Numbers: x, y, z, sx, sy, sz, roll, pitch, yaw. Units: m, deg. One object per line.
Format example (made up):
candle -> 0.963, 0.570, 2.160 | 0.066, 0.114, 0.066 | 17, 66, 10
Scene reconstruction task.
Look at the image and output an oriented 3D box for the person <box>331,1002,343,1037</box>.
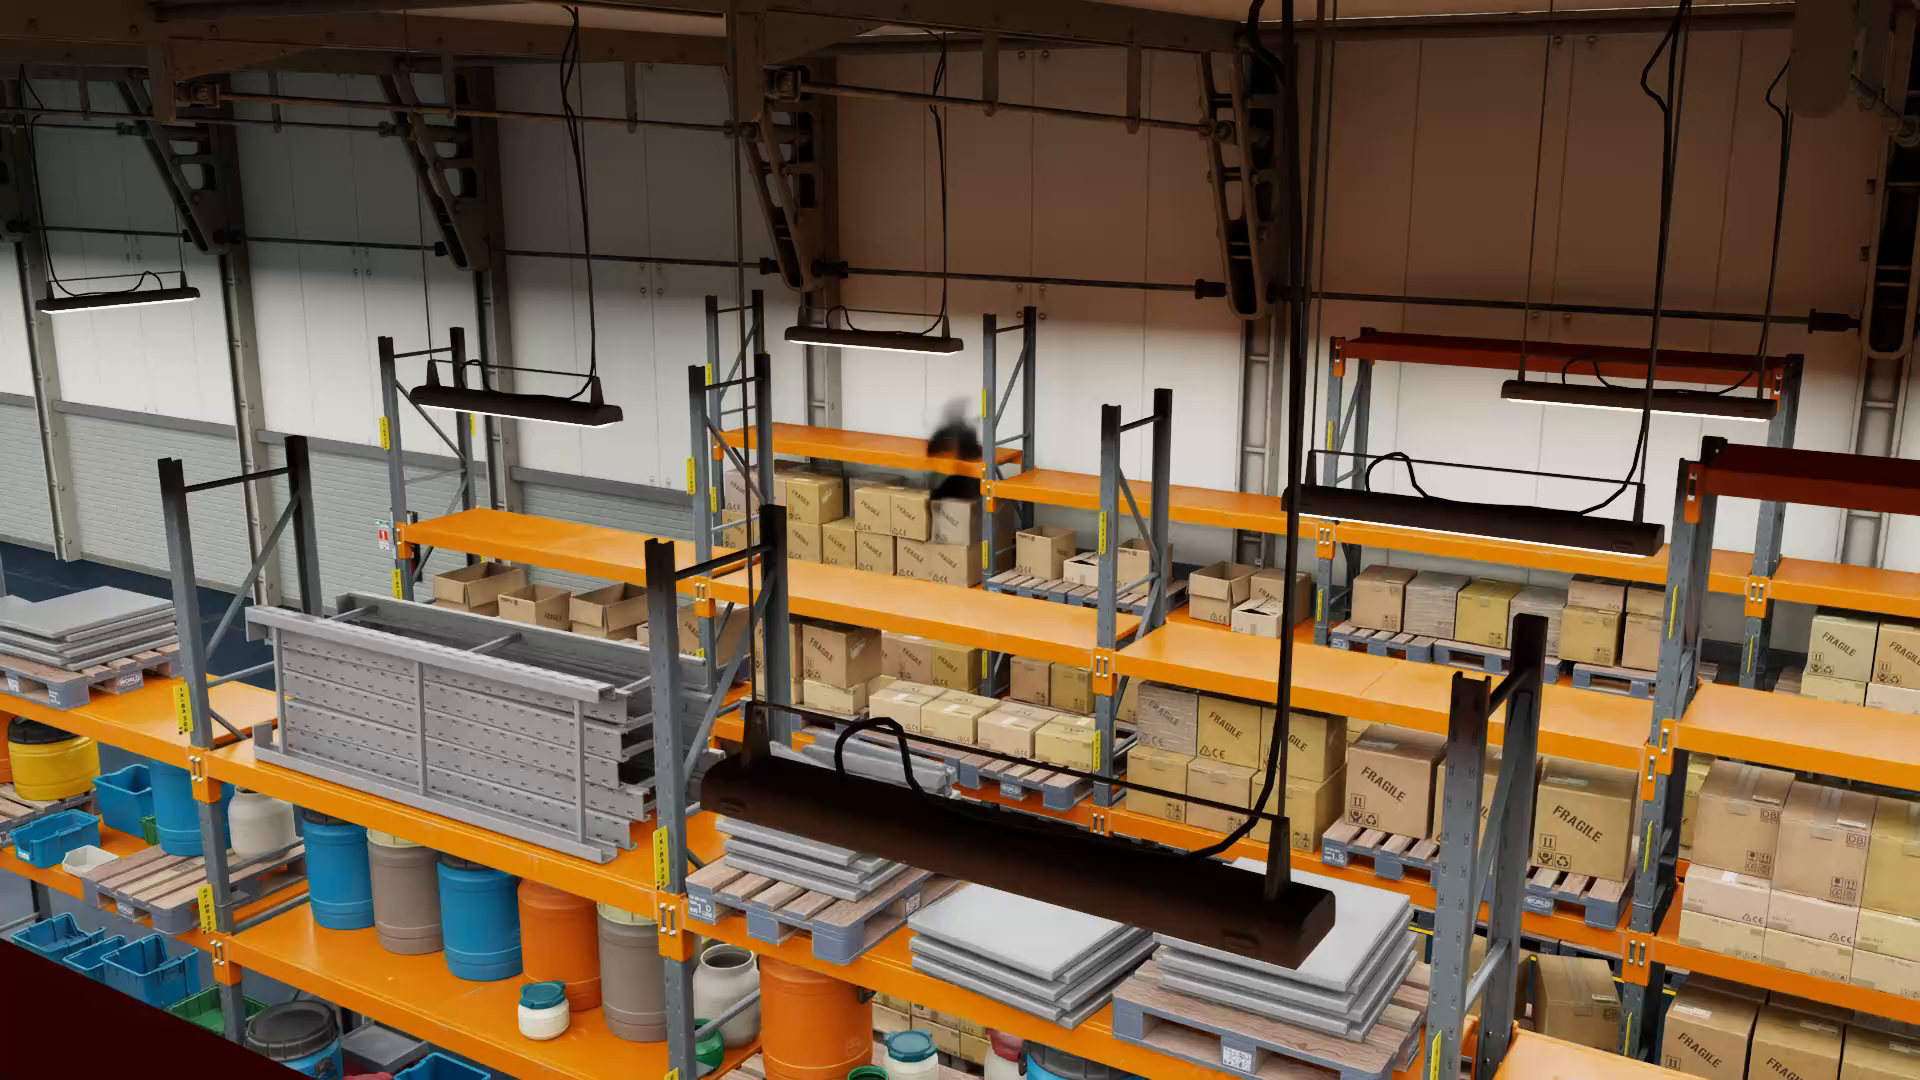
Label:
person -> -5.176, 3.880, 14.085 | 0.815, 1.713, 0.527 | 8, 16, 29
